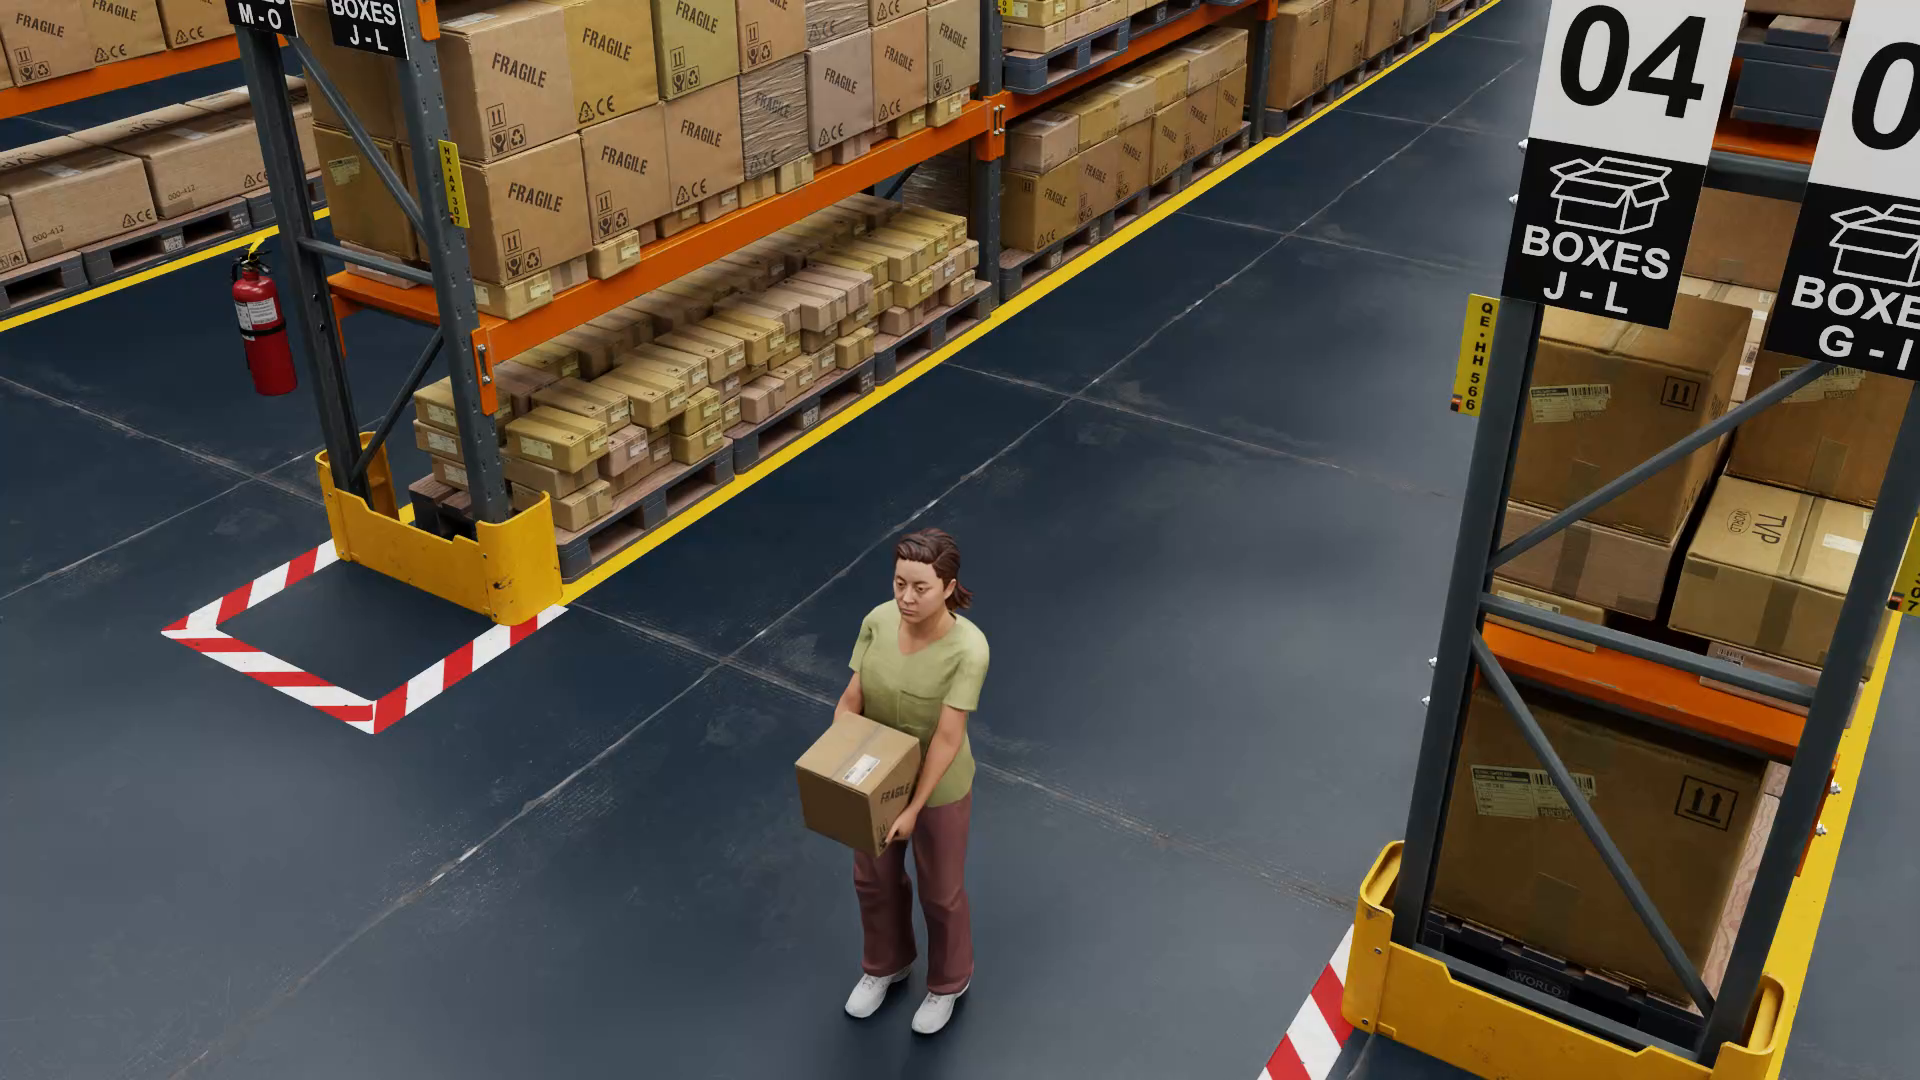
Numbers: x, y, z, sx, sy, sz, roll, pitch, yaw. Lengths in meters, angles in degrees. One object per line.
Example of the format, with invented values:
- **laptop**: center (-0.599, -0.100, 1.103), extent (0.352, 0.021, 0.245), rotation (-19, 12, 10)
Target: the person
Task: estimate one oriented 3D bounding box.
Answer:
- **person**: center (-0.167, 0.750, 4.876), extent (0.419, 1.667, 0.548), rotation (18, 35, 28)
